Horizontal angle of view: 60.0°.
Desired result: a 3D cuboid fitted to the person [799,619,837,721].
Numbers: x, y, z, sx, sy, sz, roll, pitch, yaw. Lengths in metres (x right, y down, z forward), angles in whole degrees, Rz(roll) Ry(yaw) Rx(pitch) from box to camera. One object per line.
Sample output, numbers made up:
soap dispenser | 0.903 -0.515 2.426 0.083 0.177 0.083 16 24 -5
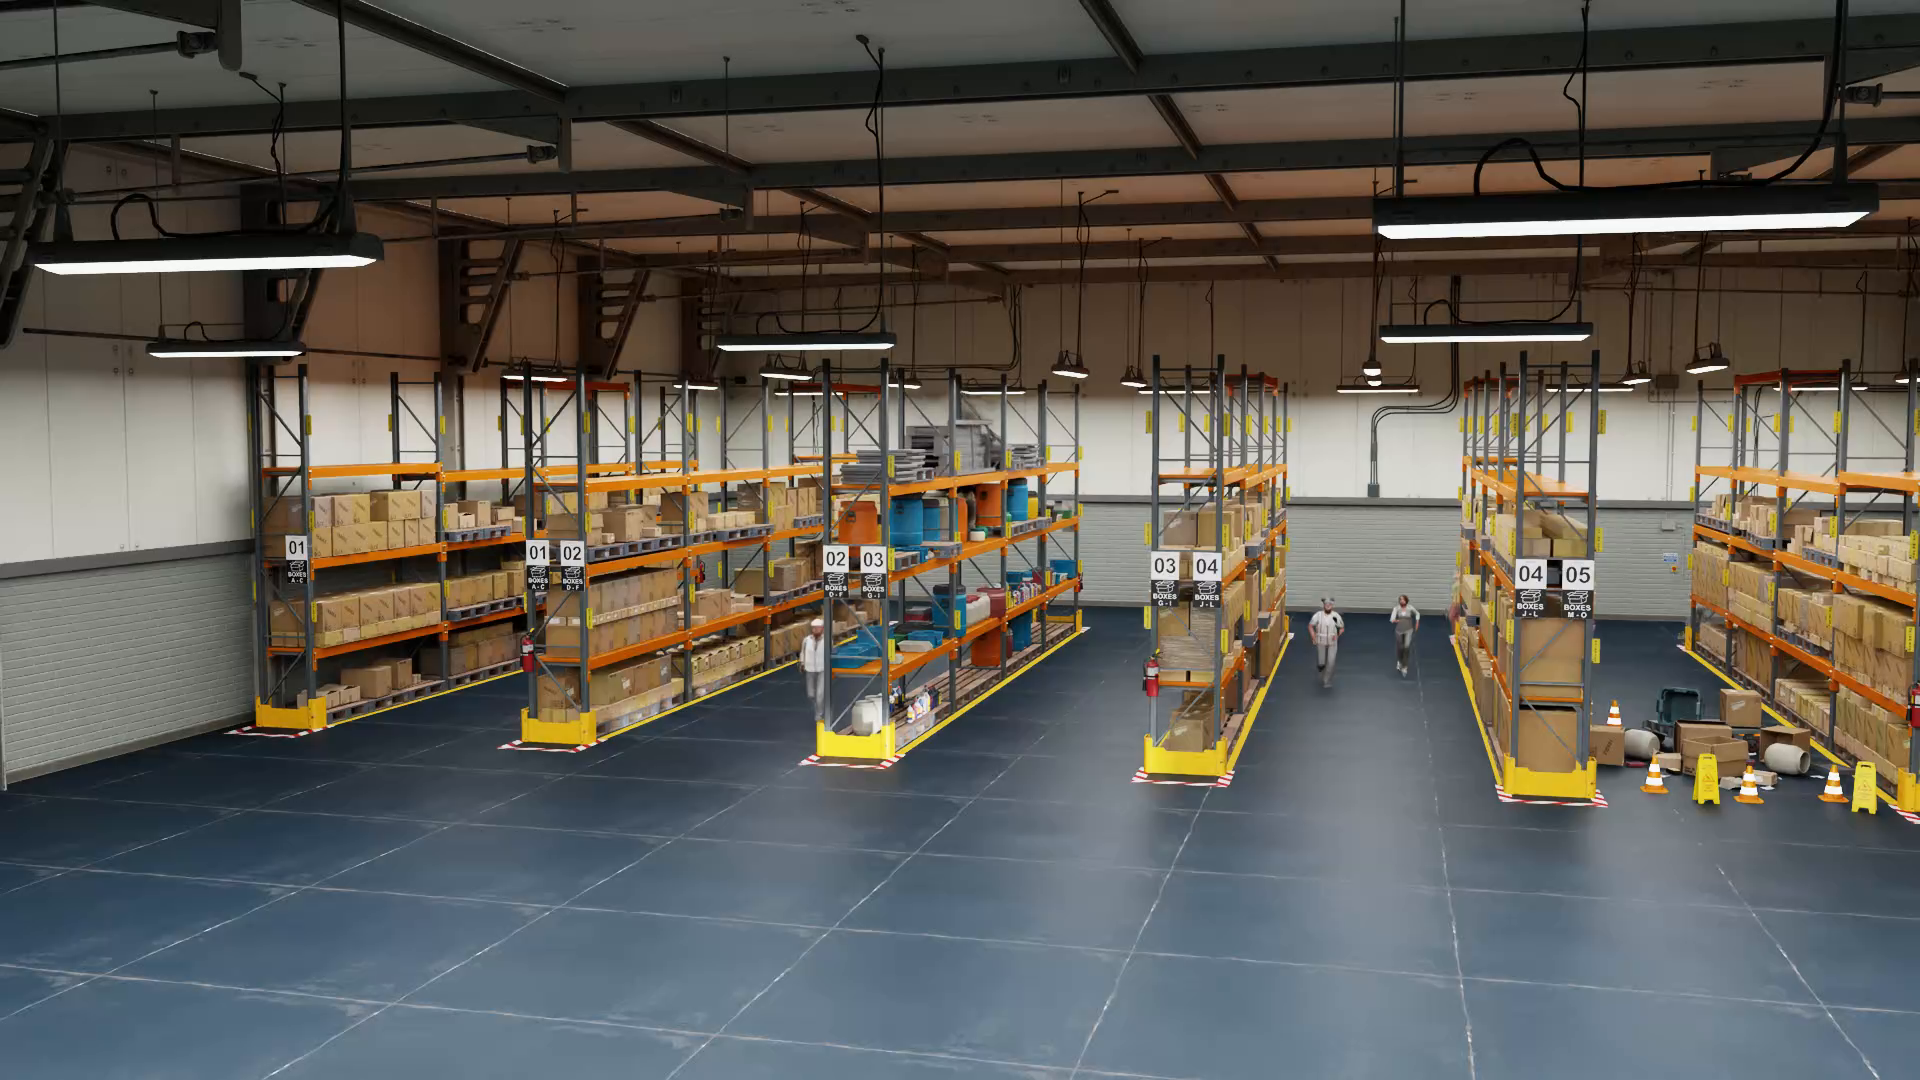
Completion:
person | -2.405 2.193 28.344 0.647 1.727 0.638 0 4 7

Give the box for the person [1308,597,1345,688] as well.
person | 7.008 1.942 31.781 0.679 1.736 0.619 0 4 6

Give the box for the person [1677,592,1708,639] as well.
person | 16.930 1.512 38.271 0.910 1.636 0.660 4 6 44

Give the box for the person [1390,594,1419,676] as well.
person | 8.949 1.897 33.480 0.547 1.632 0.846 2 4 21

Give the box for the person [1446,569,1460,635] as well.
person | 11.723 1.462 39.228 0.481 1.573 0.610 1 4 12
